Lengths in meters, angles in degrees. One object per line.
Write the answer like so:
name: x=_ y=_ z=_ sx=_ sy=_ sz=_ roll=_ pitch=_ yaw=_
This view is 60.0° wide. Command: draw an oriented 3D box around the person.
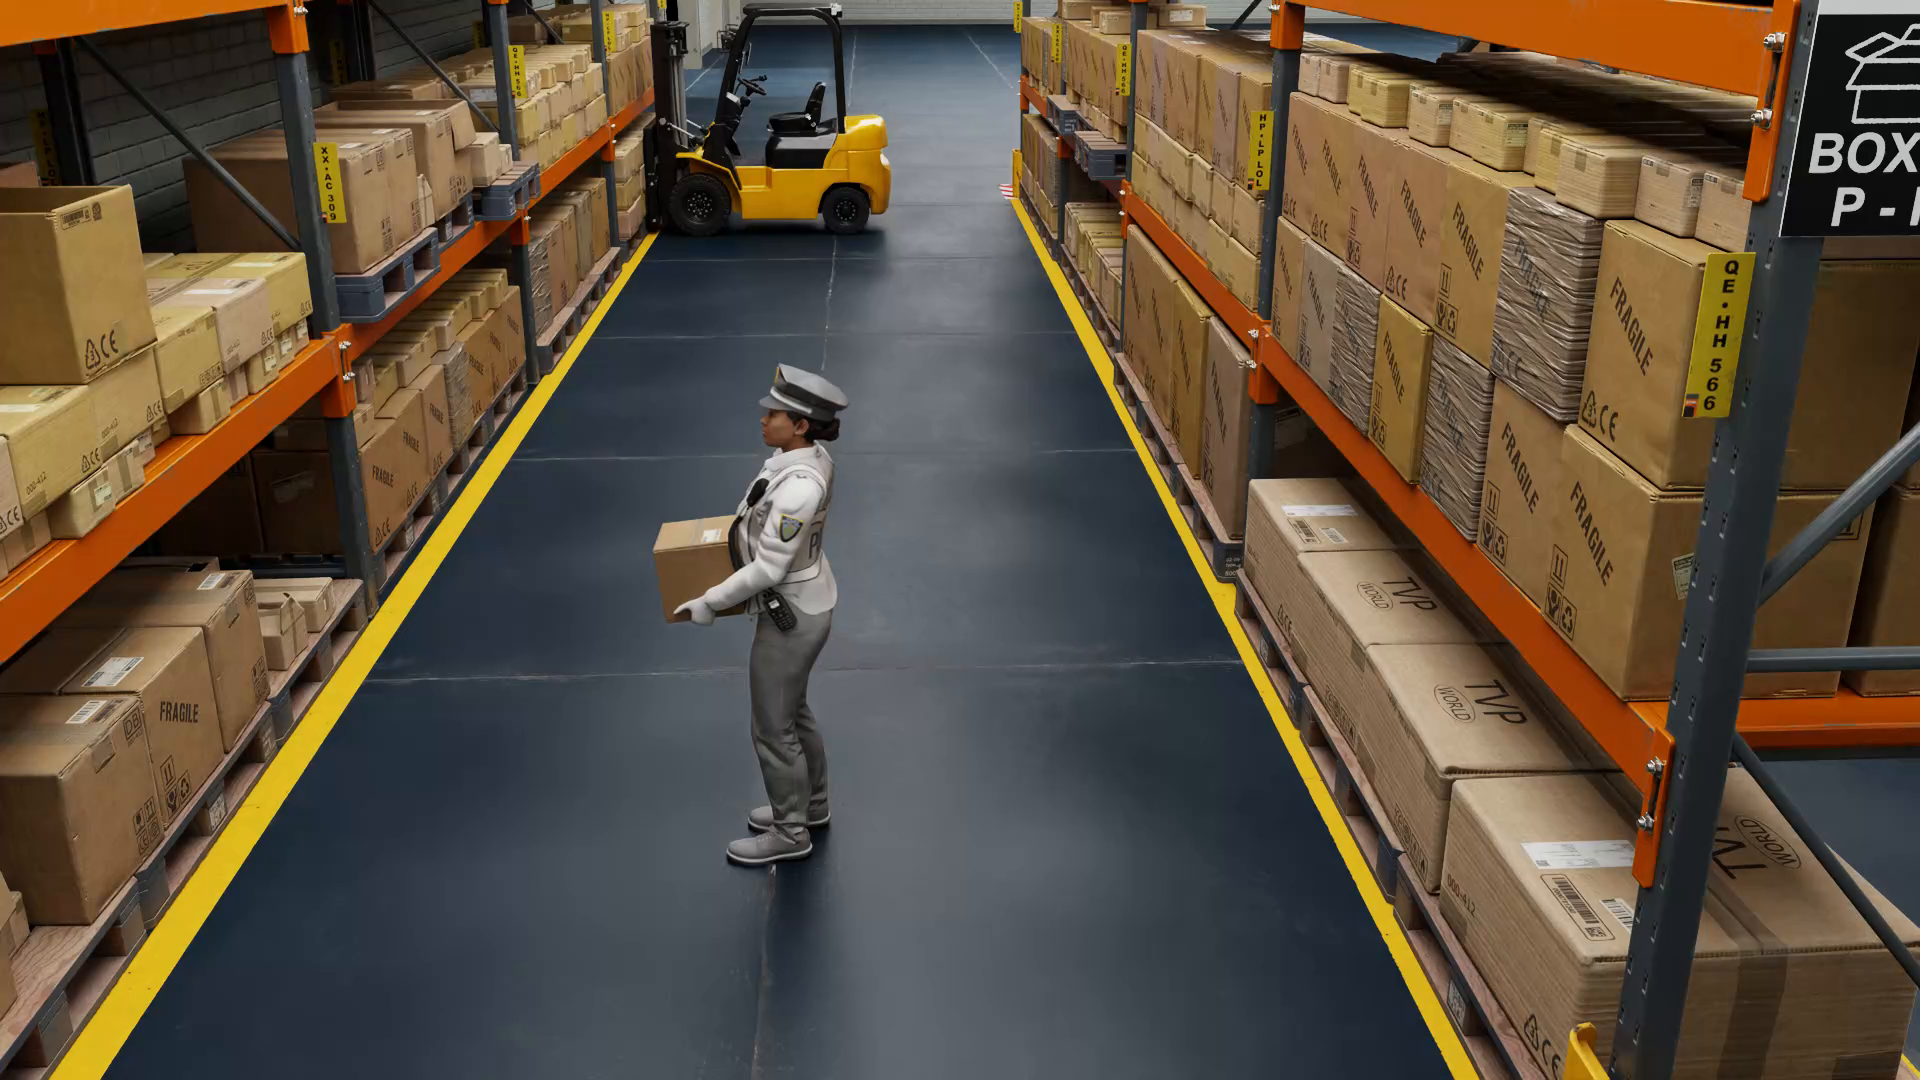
person: x=-0.625 y=0.244 z=5.392 sx=0.563 sy=1.686 sz=0.459 roll=-1 pitch=21 yaw=-2
